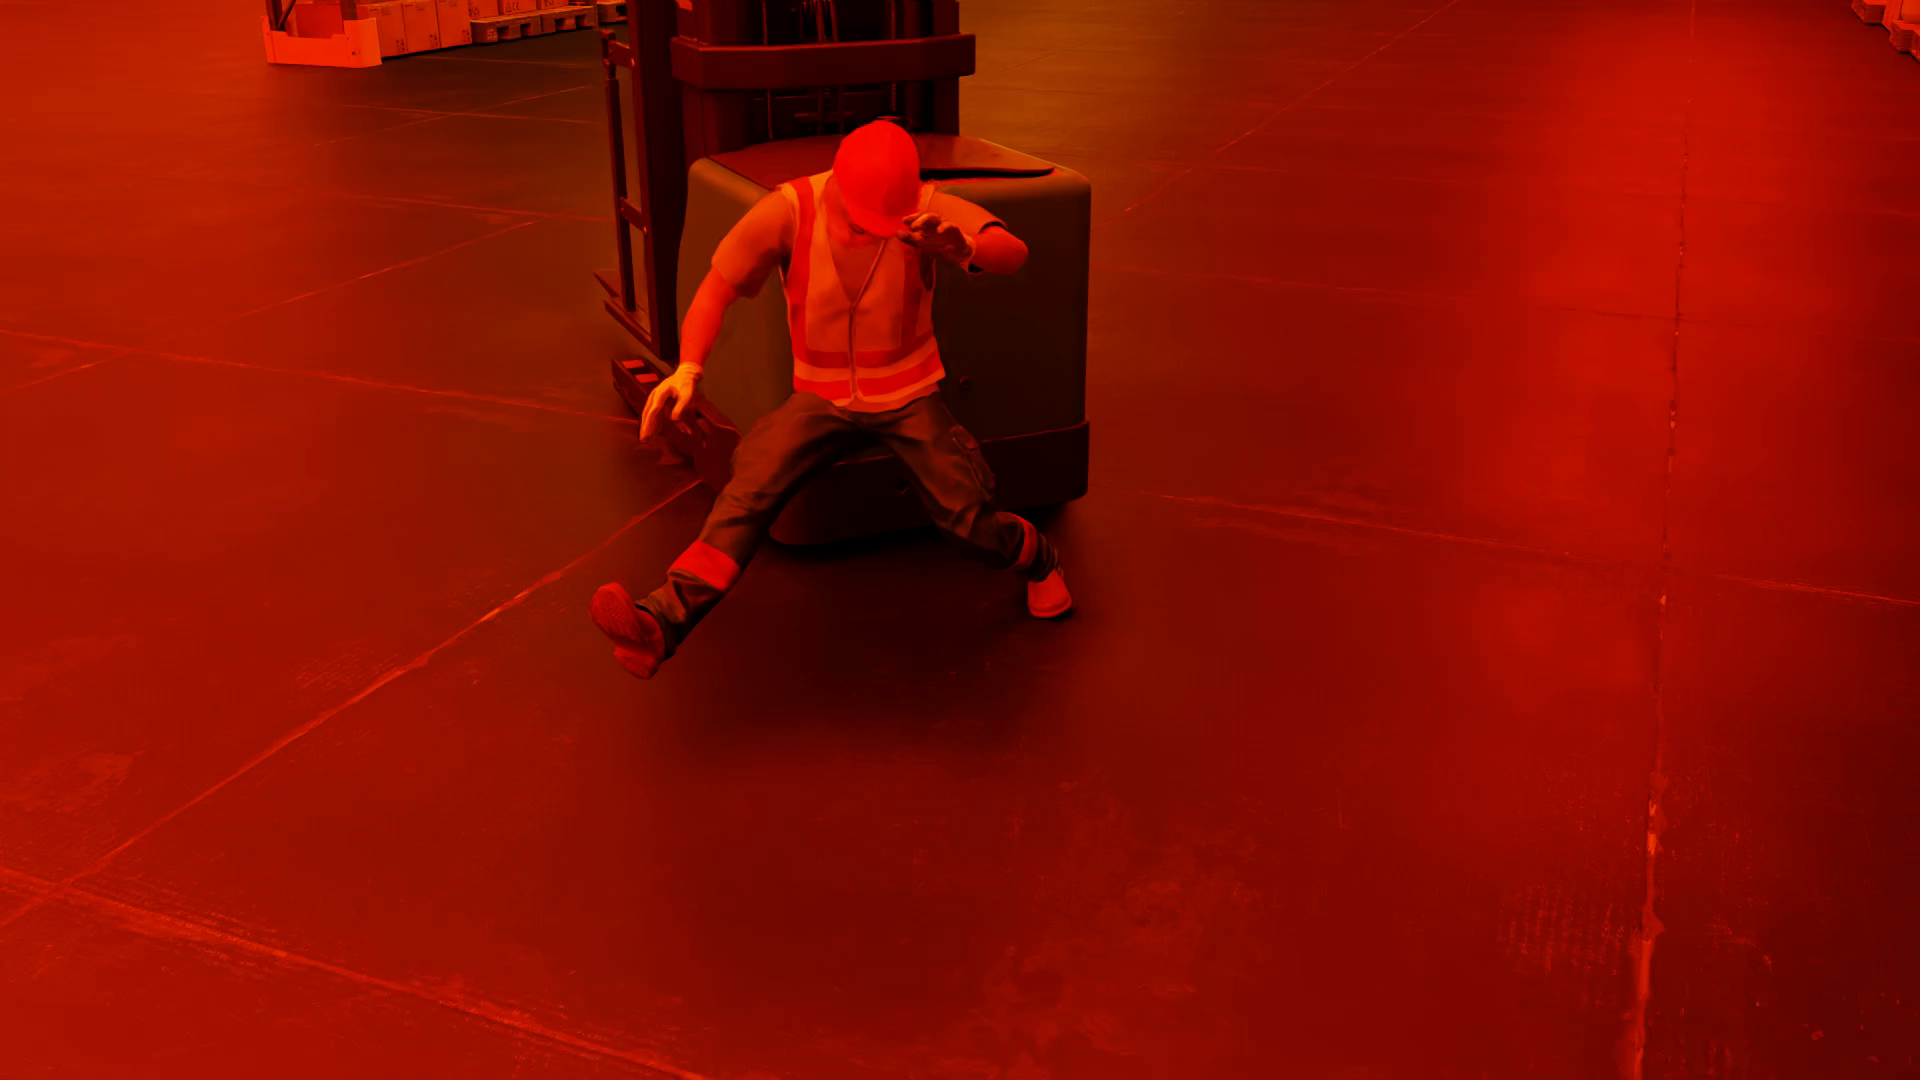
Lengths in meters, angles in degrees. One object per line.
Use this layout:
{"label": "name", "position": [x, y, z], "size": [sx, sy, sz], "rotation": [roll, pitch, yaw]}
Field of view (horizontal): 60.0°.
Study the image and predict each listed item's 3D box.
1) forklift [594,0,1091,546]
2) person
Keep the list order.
{"label": "forklift", "position": [-0.675, -1.869, 5.765], "size": [1.130, 2.935, 3.031], "rotation": [-10, 25, -23]}
{"label": "person", "position": [-0.261, -0.322, 4.098], "size": [1.059, 1.389, 1.130], "rotation": [3, 23, 7]}
